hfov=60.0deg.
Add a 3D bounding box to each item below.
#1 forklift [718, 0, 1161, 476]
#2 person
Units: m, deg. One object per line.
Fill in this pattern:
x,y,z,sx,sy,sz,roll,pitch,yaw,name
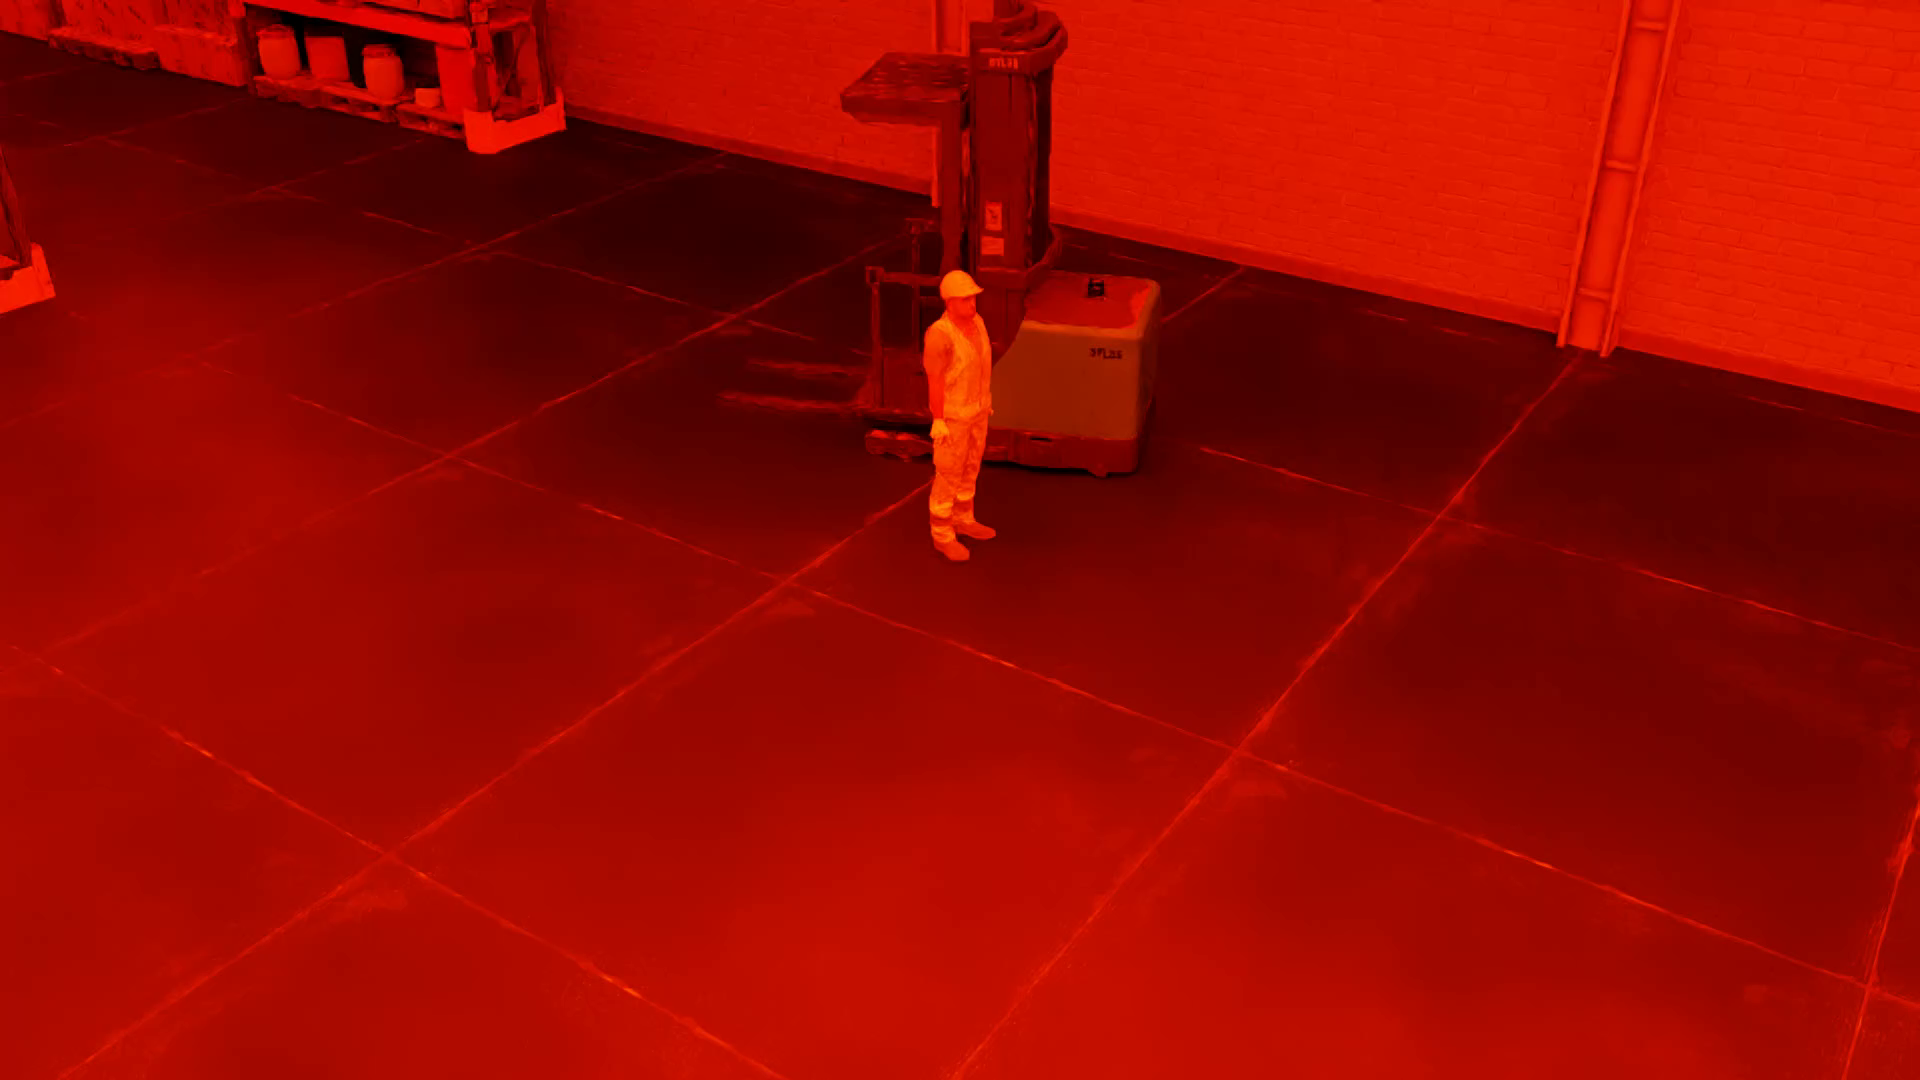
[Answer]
-0.177,-2.082,11.166,3.031,2.935,1.130,7,31,12,forklift
0.018,-0.769,10.041,0.349,1.795,0.540,19,35,29,person
